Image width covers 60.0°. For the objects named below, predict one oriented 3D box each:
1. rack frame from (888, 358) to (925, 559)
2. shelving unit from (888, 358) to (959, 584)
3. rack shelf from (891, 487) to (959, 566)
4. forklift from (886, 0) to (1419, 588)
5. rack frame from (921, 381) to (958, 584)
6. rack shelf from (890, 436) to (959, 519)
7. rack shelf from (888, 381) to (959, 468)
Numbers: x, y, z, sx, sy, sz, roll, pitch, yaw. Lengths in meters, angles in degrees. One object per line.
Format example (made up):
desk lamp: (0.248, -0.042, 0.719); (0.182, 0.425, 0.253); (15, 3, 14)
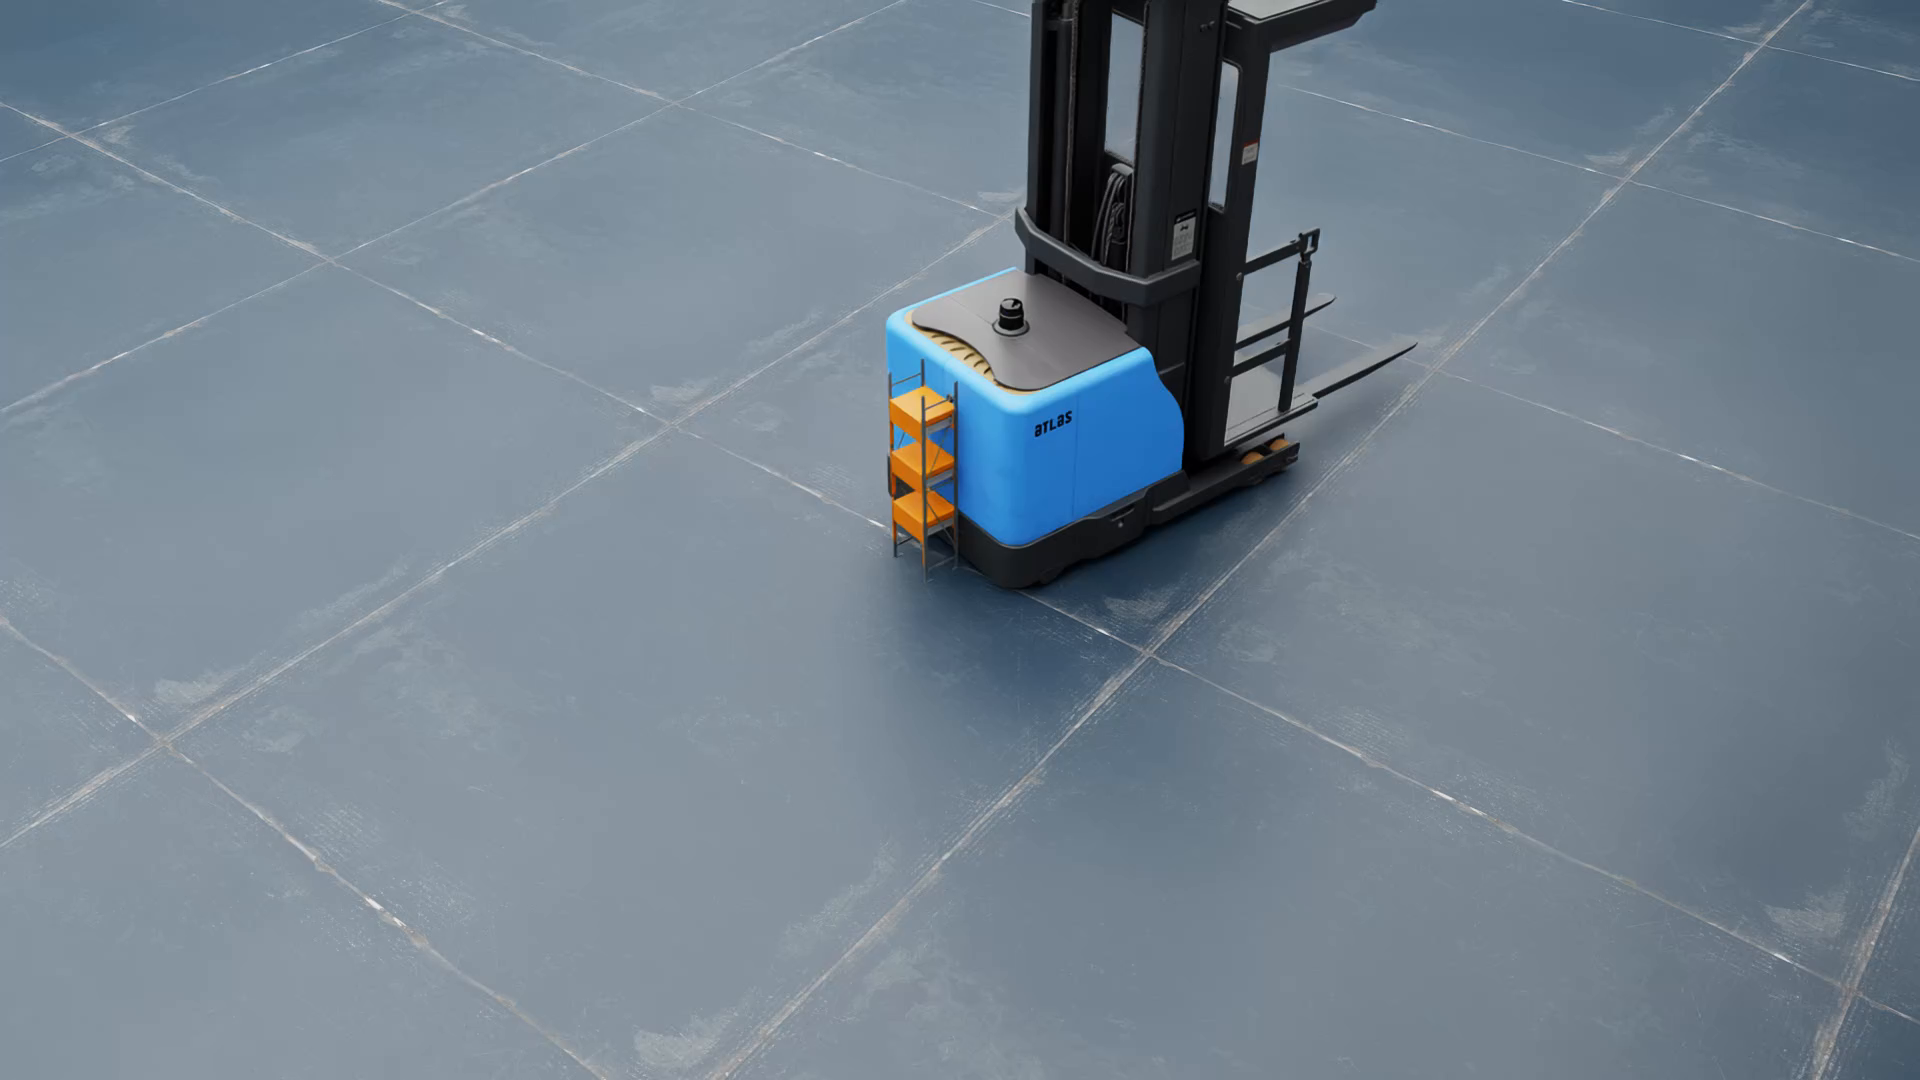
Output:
rack frame: (-0.239, -0.363, 7.723); (0.200, 1.050, 0.008); (-26, 45, -29)
shelving unit: (-0.164, -0.304, 7.647); (0.215, 1.050, 0.252); (-26, 45, -29)
rack shelf: (-0.164, -0.077, 7.825); (0.215, 0.259, 0.240); (-26, 45, -29)
forklift: (1.120, -1.669, 7.865); (3.031, 2.935, 1.130); (-25, 45, -29)
rack frame: (-0.088, -0.245, 7.572); (0.200, 1.050, 0.008); (-26, 45, -29)
rack shelf: (-0.164, -0.296, 7.654); (0.215, 0.259, 0.240); (-26, 45, -29)
rack shelf: (-0.164, -0.519, 7.479); (0.215, 0.259, 0.240); (-26, 45, -29)
